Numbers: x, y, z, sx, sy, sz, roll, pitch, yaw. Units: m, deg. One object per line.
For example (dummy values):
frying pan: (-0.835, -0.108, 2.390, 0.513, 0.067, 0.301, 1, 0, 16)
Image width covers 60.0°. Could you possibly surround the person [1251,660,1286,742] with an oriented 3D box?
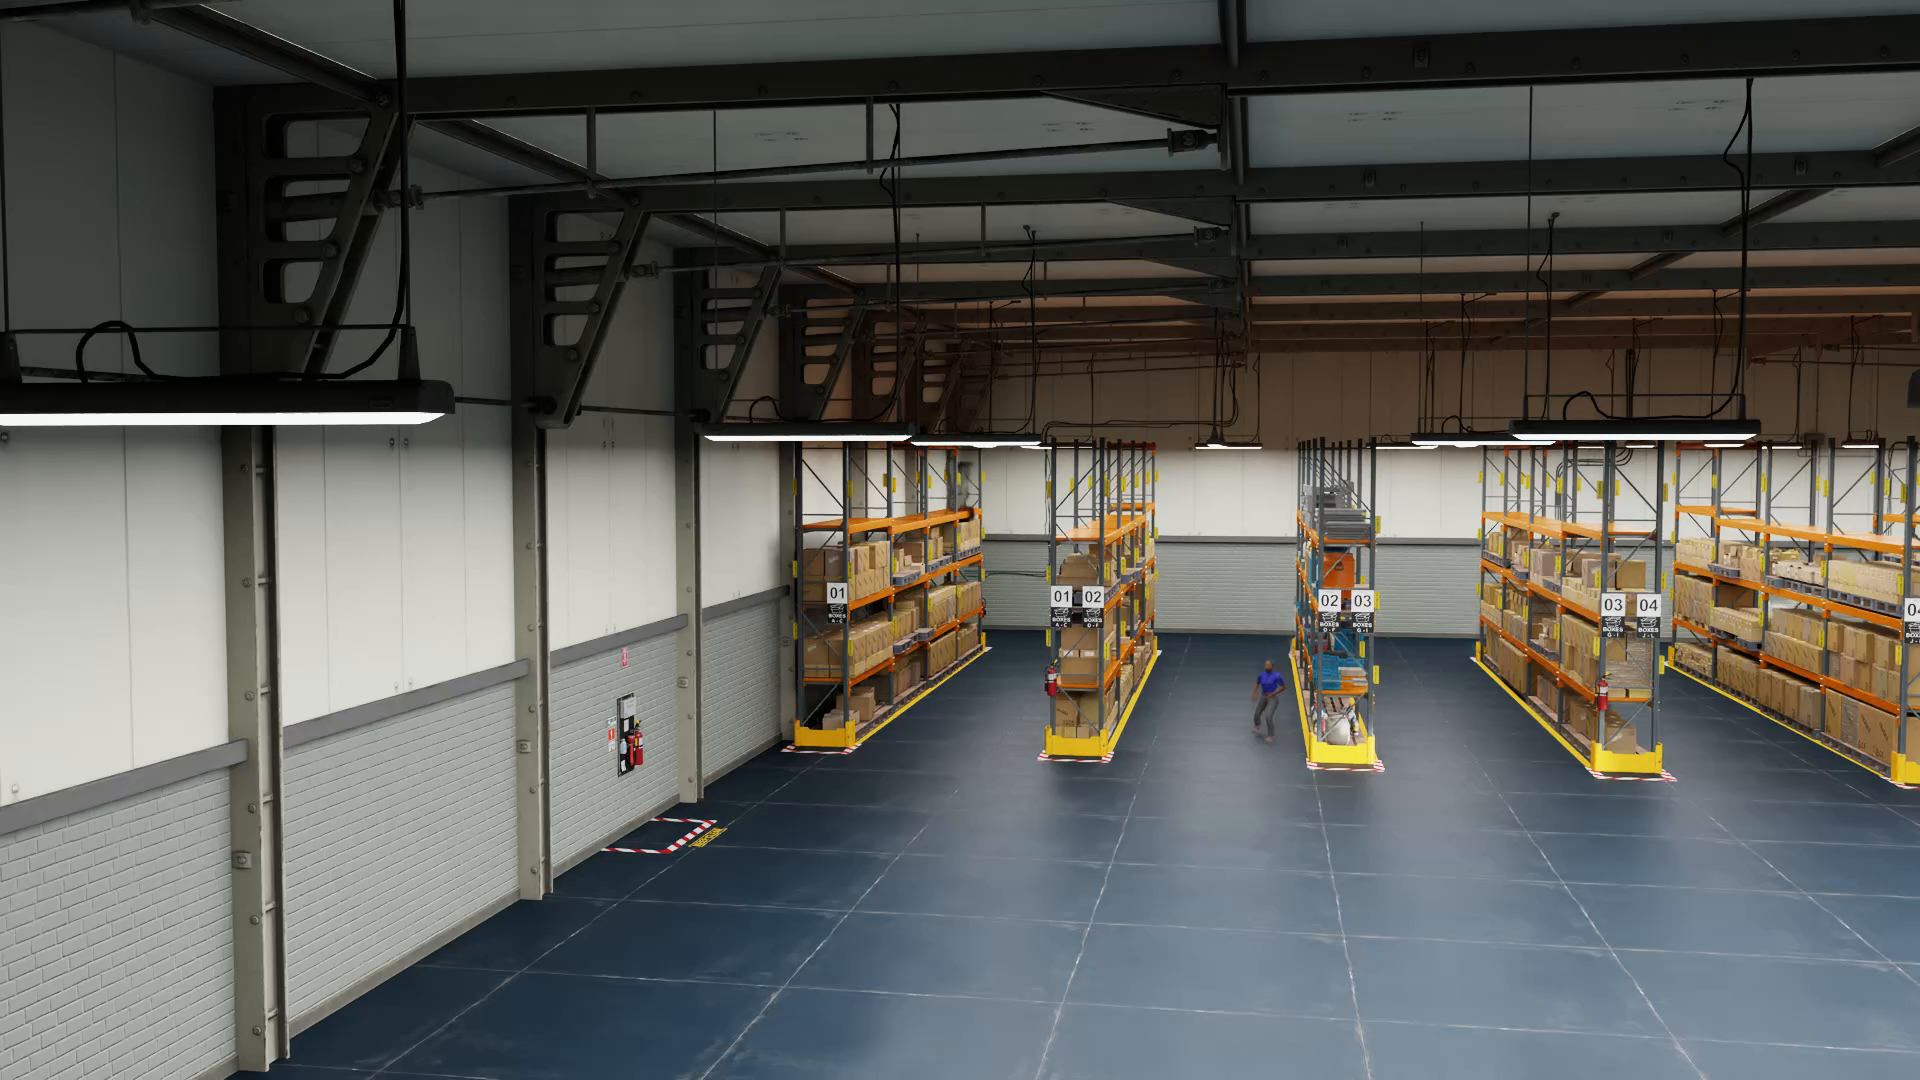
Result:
person: (6.122, 3.243, 33.106, 0.767, 1.547, 0.583, 2, 3, 30)
